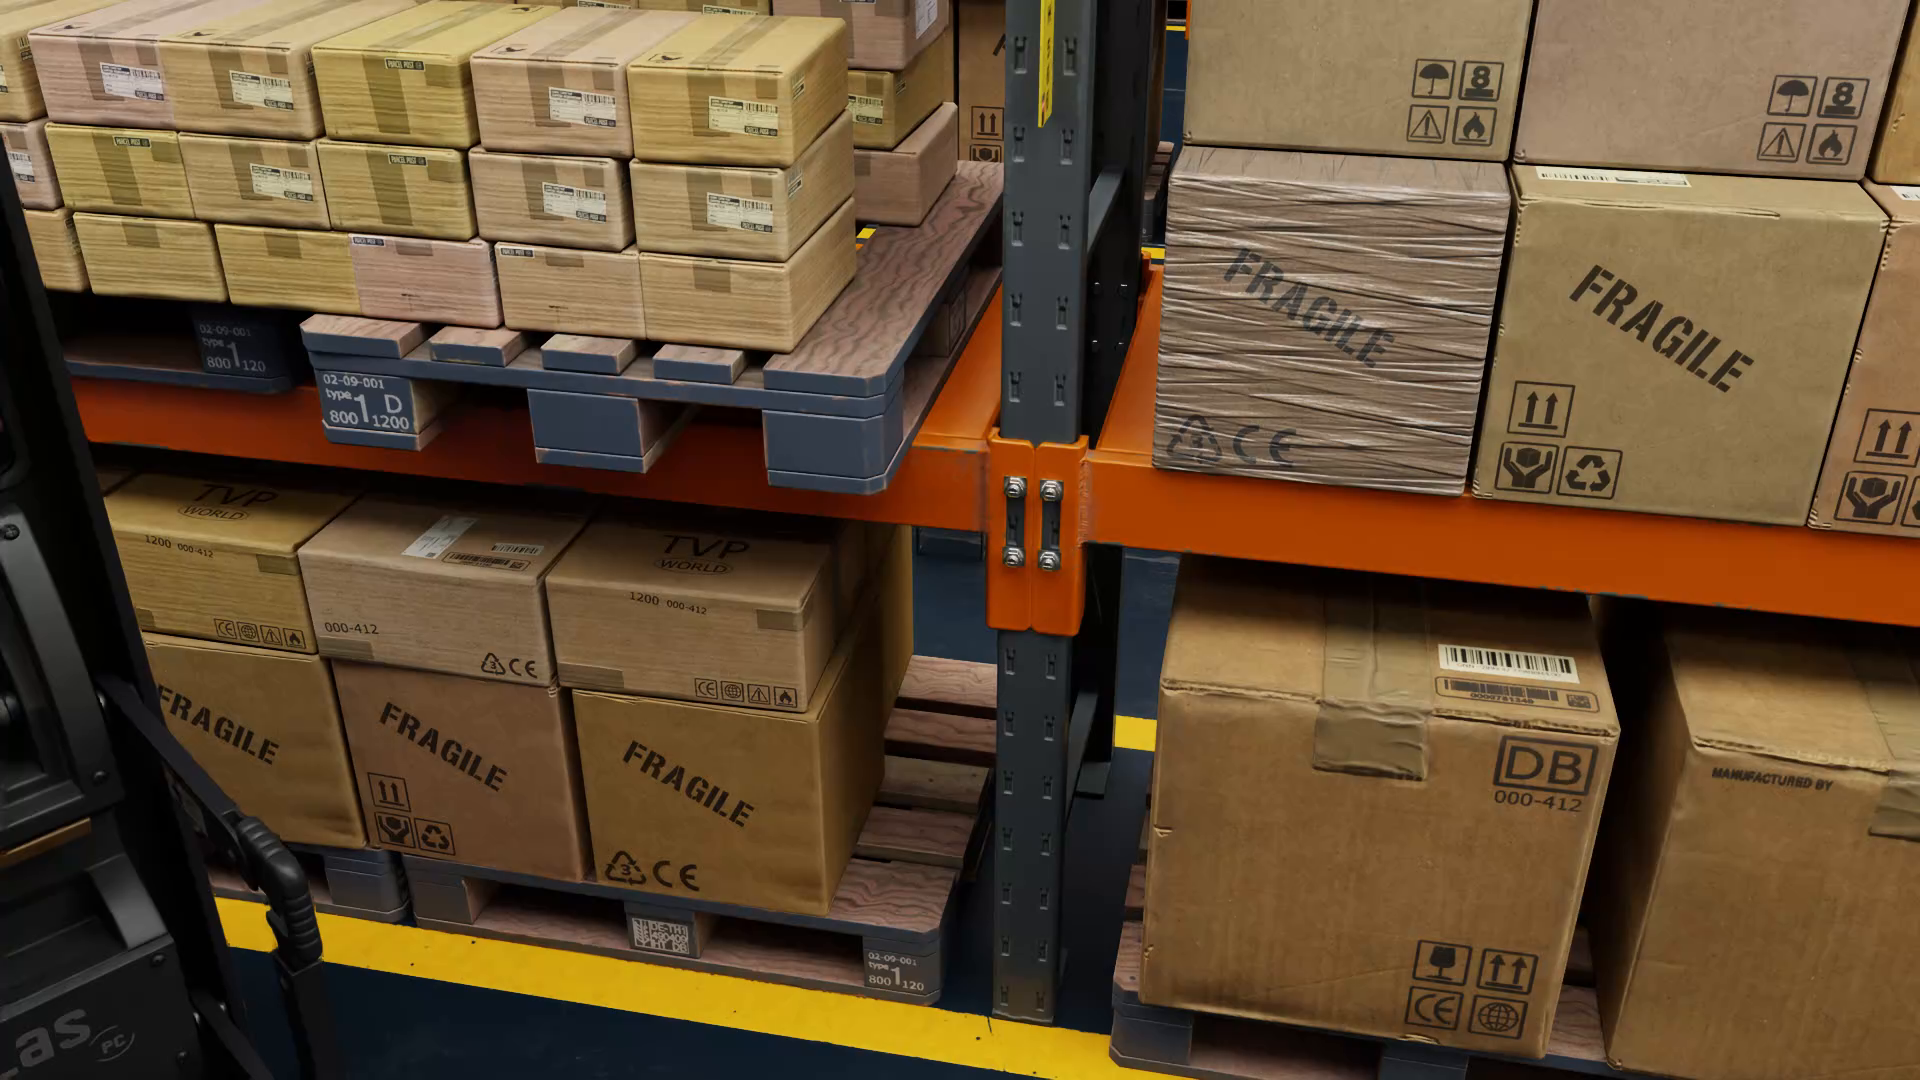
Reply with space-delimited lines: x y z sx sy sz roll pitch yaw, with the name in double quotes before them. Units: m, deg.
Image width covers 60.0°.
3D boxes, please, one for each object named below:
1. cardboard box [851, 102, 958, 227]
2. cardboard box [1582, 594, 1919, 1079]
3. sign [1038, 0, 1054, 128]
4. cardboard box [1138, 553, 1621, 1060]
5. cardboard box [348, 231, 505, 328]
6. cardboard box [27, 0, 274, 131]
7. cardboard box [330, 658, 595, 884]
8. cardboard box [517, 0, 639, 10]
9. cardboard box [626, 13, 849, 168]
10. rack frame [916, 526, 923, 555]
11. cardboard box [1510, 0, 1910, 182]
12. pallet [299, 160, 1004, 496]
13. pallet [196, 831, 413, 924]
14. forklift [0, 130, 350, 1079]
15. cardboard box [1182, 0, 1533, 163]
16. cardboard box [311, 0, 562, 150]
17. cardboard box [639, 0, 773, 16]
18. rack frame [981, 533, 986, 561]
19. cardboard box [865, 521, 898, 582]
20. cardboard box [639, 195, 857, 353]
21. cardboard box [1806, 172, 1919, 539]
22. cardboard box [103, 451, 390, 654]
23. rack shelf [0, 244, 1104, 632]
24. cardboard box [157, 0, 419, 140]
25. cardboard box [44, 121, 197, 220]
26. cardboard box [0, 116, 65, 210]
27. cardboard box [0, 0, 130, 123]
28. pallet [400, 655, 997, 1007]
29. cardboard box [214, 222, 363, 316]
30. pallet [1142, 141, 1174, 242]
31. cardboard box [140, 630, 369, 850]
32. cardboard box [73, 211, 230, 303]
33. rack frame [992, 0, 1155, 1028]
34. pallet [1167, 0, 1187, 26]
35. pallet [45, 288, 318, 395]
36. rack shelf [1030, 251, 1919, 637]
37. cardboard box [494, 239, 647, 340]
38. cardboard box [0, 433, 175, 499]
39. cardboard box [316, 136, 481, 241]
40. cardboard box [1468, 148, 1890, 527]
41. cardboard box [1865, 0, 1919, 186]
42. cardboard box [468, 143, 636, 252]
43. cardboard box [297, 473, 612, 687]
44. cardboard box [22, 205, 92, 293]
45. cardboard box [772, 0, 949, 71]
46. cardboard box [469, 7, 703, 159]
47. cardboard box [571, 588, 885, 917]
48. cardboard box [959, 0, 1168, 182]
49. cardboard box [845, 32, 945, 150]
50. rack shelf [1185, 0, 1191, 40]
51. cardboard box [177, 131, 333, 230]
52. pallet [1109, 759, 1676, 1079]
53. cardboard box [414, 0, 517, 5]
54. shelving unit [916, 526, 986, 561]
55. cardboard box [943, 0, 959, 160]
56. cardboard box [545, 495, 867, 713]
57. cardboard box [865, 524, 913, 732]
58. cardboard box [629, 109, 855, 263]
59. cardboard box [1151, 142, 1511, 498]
"cardboard box" -0.164 -0.768 3.353 0.250 0.149 0.380 5 29 10
"cardboard box" 1.664 0.438 3.232 0.750 0.750 1.050 6 29 11
"sign" 0.128 -0.771 2.412 0.005 0.325 0.100 6 29 11
"cardboard box" 0.809 0.352 3.389 0.750 0.750 1.050 5 29 10
"cardboard box" -0.841 -0.513 2.888 0.250 0.149 0.380 6 29 11
"cardboard box" -1.341 -0.827 2.842 0.250 0.149 0.380 6 29 11
"cardboard box" -0.973 0.361 3.632 0.500 0.500 0.500 7 29 13
"cardboard box" -0.682 -1.079 3.301 0.250 0.149 0.380 6 29 10
"cardboard box" -0.343 -0.723 2.651 0.250 0.149 0.380 5 29 9
"rack frame" -0.107 -0.406 5.054 0.006 0.900 0.240 6 29 11
"cardboard box" 1.164 -0.937 2.692 0.500 0.500 0.700 5 29 10
"pallet" -0.487 -0.491 3.223 1.003 0.211 1.213 6 29 11
"pallet" -1.721 0.467 4.178 1.213 0.211 1.003 6 29 11
"forklift" -1.296 0.311 1.630 1.130 2.935 3.031 -24 37 -37
"cardboard box" 0.669 -0.987 2.783 0.500 0.500 0.700 6 29 10
"cardboard box" -0.844 -0.775 2.747 0.250 0.149 0.380 7 29 12
"cardboard box" -0.443 -1.052 3.253 0.250 0.149 0.380 5 29 9
"rack frame" 0.091 -0.385 5.017 0.006 0.900 0.240 6 29 11
"cardboard box" -0.392 -0.154 3.792 0.500 0.250 0.500 5 29 8
"cardboard box" -0.347 -0.462 2.794 0.250 0.149 0.380 6 29 11
"cardboard box" 1.606 -0.326 2.617 0.500 0.500 0.500 6 29 11
"cardboard box" -1.482 -0.020 3.548 0.500 0.250 0.500 7 29 12
"rack shelf" -1.724 -0.439 3.677 4.000 0.370 1.077 6 29 11
"cardboard box" -1.106 -0.800 2.793 0.250 0.149 0.380 7 29 12
"cardboard box" -1.353 -0.697 2.913 0.250 0.149 0.380 6 29 10
"cardboard box" -1.608 -0.722 2.961 0.250 0.149 0.380 7 29 12
"cardboard box" -1.607 -0.853 2.890 0.250 0.149 0.380 7 30 13
"pallet" -0.532 0.590 3.952 1.213 0.211 1.003 6 29 11
"cardboard box" -1.084 -0.540 2.936 0.250 0.149 0.380 5 29 10
"pallet" 0.412 -1.780 8.282 1.213 0.211 1.003 6 29 11
"cardboard box" -1.494 0.316 3.715 0.500 0.500 0.500 5 29 8
"cardboard box" -1.347 -0.566 2.984 0.250 0.149 0.380 5 29 8
"rack frame" 0.232 -0.554 3.138 0.127 3.000 1.000 6 29 11
"pallet" 1.477 -4.090 12.500 1.213 0.211 1.003 6 29 11
"pallet" -1.713 -0.649 3.512 1.213 0.211 1.003 6 29 11
"rack shelf" 2.188 -0.038 2.945 4.000 0.370 1.077 6 29 11
"cardboard box" -0.589 -0.487 2.841 0.250 0.149 0.380 6 29 10
"cardboard box" -1.993 -0.068 3.636 0.500 0.250 0.500 7 29 12
"cardboard box" -0.866 -0.645 2.820 0.250 0.149 0.380 7 29 12
"cardboard box" 1.112 -0.376 2.710 0.500 0.500 0.500 6 29 10
"cardboard box" 1.666 -0.886 2.600 0.500 0.500 0.700 5 29 10
"cardboard box" -0.608 -0.620 2.774 0.250 0.149 0.380 7 29 12
"cardboard box" -0.988 0.038 3.441 0.500 0.250 0.500 6 29 11
"cardboard box" -1.600 -0.593 3.033 0.250 0.149 0.380 7 29 12
"cardboard box" -0.184 -1.027 3.207 0.250 0.149 0.380 6 29 11
"cardboard box" -0.588 -0.749 2.699 0.250 0.149 0.380 6 29 10
"cardboard box" -0.466 0.415 3.534 0.500 0.500 0.500 6 29 10
"cardboard box" 0.509 -2.249 8.010 0.875 0.875 0.875 6 29 10
"cardboard box" -0.199 -0.901 3.287 0.250 0.149 0.380 7 30 13
"rack shelf" -0.789 -2.774 7.942 4.000 0.370 1.077 6 29 11
"cardboard box" -1.110 -0.671 2.866 0.250 0.149 0.380 6 29 11
"pallet" 0.987 0.784 3.599 1.213 0.211 1.003 6 29 11
"cardboard box" -0.941 -1.105 3.350 0.250 0.149 0.380 5 29 8
"shelving unit" -0.008 -0.396 5.035 0.210 0.900 0.258 6 29 11
"cardboard box" -0.363 -2.341 8.177 0.875 0.875 0.875 6 29 11
"cardboard box" -0.492 0.084 3.358 0.500 0.250 0.500 5 29 9
"cardboard box" -0.407 0.168 3.986 0.500 0.500 0.500 5 29 8
"cardboard box" -0.346 -0.594 2.726 0.250 0.149 0.380 6 29 12
"cardboard box" 0.615 -0.426 2.800 0.500 0.500 0.500 6 29 11
